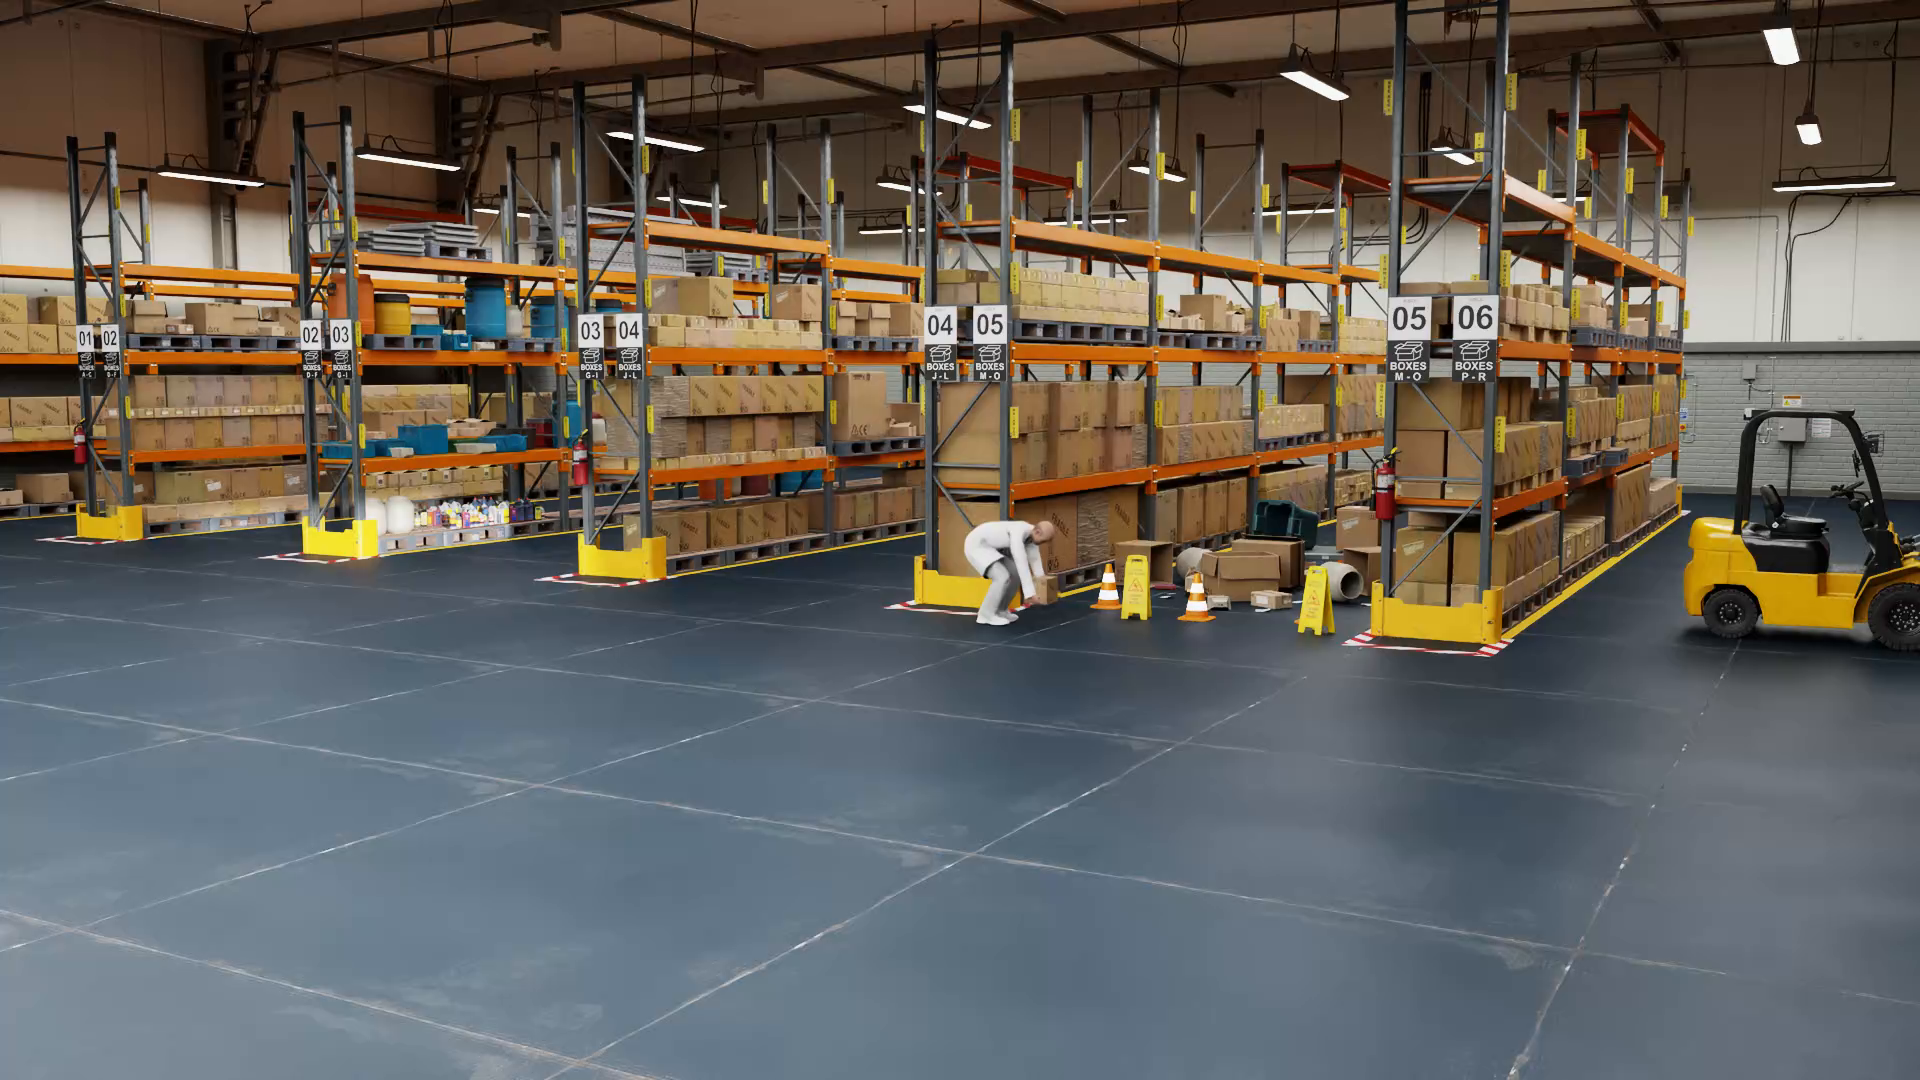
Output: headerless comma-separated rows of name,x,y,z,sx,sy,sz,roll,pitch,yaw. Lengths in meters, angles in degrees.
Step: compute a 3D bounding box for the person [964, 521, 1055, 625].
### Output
person,0.495,0.318,16.550,0.943,1.046,0.588,3,6,25
